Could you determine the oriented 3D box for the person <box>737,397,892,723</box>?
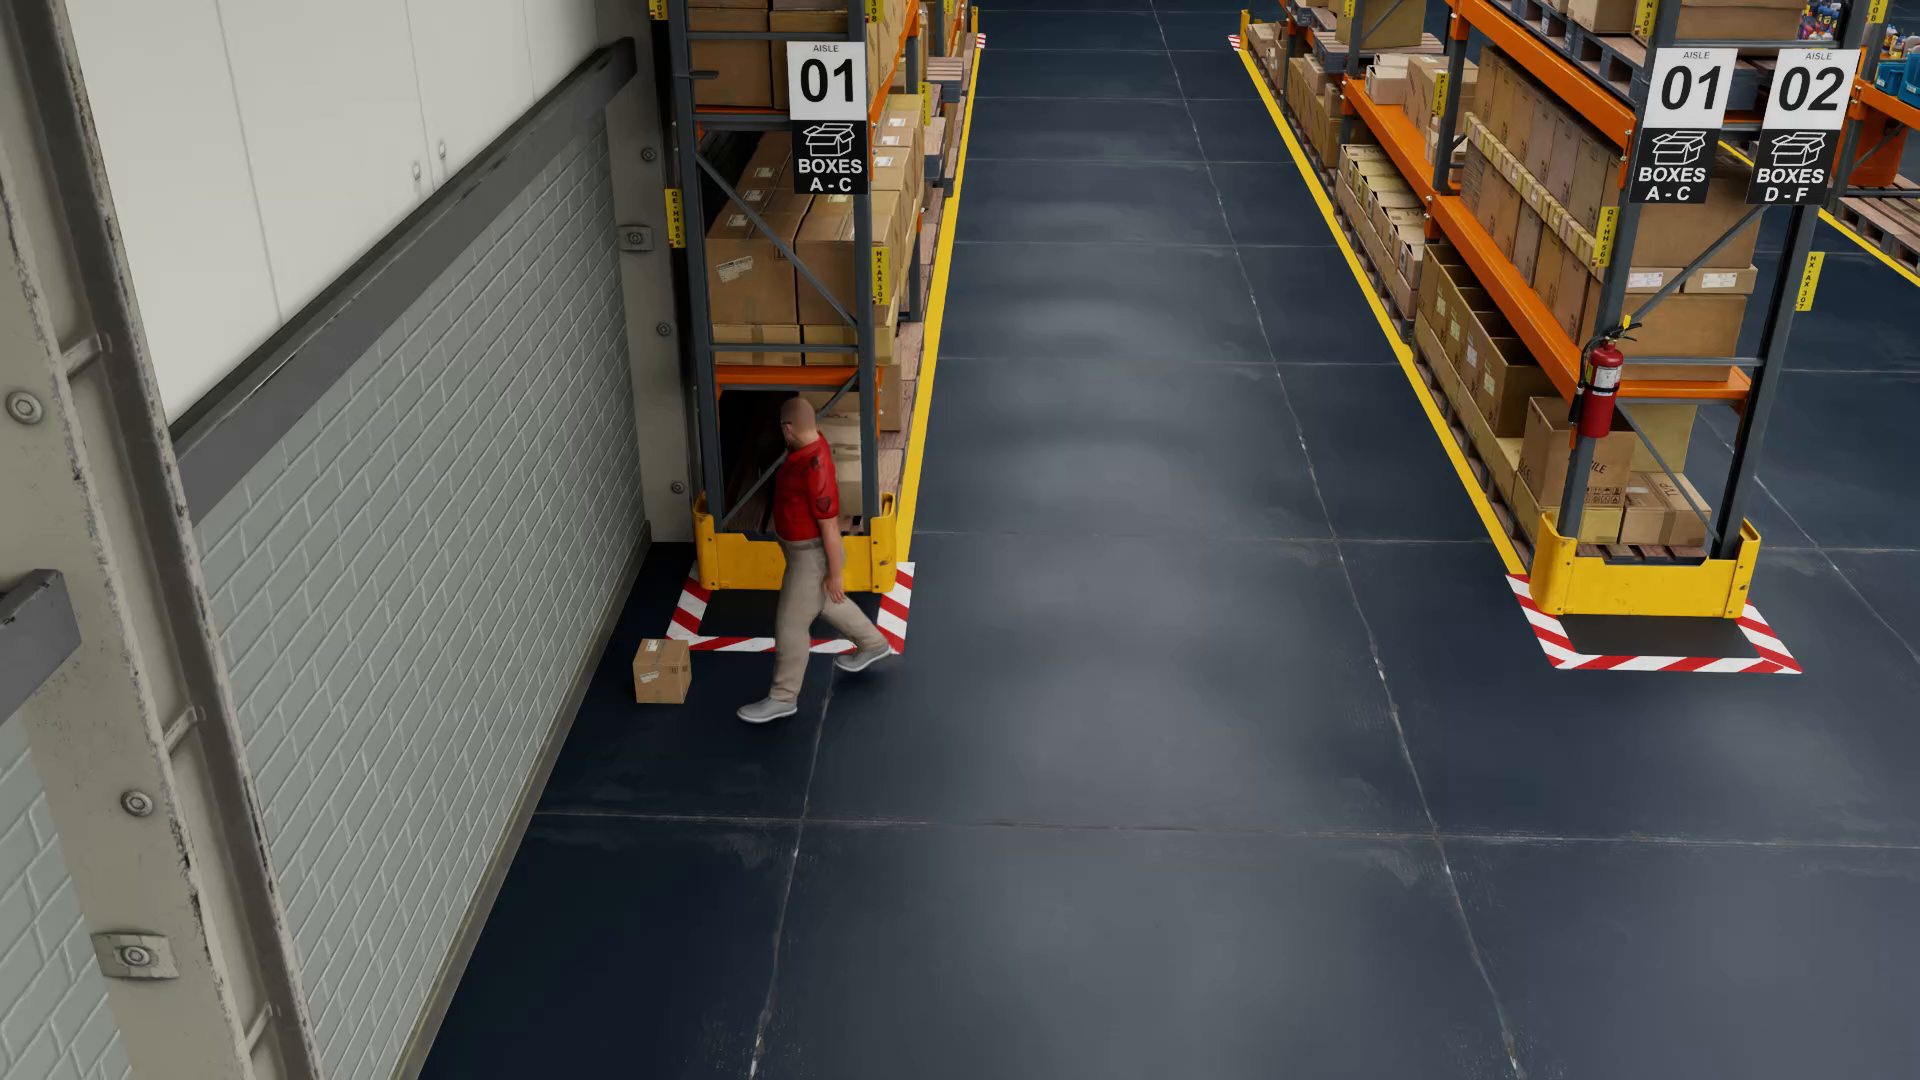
[{"bbox_3d":[-0.771,0.060,8.525,0.886,1.696,0.576,-6,28,-11],"label":"person"}]
